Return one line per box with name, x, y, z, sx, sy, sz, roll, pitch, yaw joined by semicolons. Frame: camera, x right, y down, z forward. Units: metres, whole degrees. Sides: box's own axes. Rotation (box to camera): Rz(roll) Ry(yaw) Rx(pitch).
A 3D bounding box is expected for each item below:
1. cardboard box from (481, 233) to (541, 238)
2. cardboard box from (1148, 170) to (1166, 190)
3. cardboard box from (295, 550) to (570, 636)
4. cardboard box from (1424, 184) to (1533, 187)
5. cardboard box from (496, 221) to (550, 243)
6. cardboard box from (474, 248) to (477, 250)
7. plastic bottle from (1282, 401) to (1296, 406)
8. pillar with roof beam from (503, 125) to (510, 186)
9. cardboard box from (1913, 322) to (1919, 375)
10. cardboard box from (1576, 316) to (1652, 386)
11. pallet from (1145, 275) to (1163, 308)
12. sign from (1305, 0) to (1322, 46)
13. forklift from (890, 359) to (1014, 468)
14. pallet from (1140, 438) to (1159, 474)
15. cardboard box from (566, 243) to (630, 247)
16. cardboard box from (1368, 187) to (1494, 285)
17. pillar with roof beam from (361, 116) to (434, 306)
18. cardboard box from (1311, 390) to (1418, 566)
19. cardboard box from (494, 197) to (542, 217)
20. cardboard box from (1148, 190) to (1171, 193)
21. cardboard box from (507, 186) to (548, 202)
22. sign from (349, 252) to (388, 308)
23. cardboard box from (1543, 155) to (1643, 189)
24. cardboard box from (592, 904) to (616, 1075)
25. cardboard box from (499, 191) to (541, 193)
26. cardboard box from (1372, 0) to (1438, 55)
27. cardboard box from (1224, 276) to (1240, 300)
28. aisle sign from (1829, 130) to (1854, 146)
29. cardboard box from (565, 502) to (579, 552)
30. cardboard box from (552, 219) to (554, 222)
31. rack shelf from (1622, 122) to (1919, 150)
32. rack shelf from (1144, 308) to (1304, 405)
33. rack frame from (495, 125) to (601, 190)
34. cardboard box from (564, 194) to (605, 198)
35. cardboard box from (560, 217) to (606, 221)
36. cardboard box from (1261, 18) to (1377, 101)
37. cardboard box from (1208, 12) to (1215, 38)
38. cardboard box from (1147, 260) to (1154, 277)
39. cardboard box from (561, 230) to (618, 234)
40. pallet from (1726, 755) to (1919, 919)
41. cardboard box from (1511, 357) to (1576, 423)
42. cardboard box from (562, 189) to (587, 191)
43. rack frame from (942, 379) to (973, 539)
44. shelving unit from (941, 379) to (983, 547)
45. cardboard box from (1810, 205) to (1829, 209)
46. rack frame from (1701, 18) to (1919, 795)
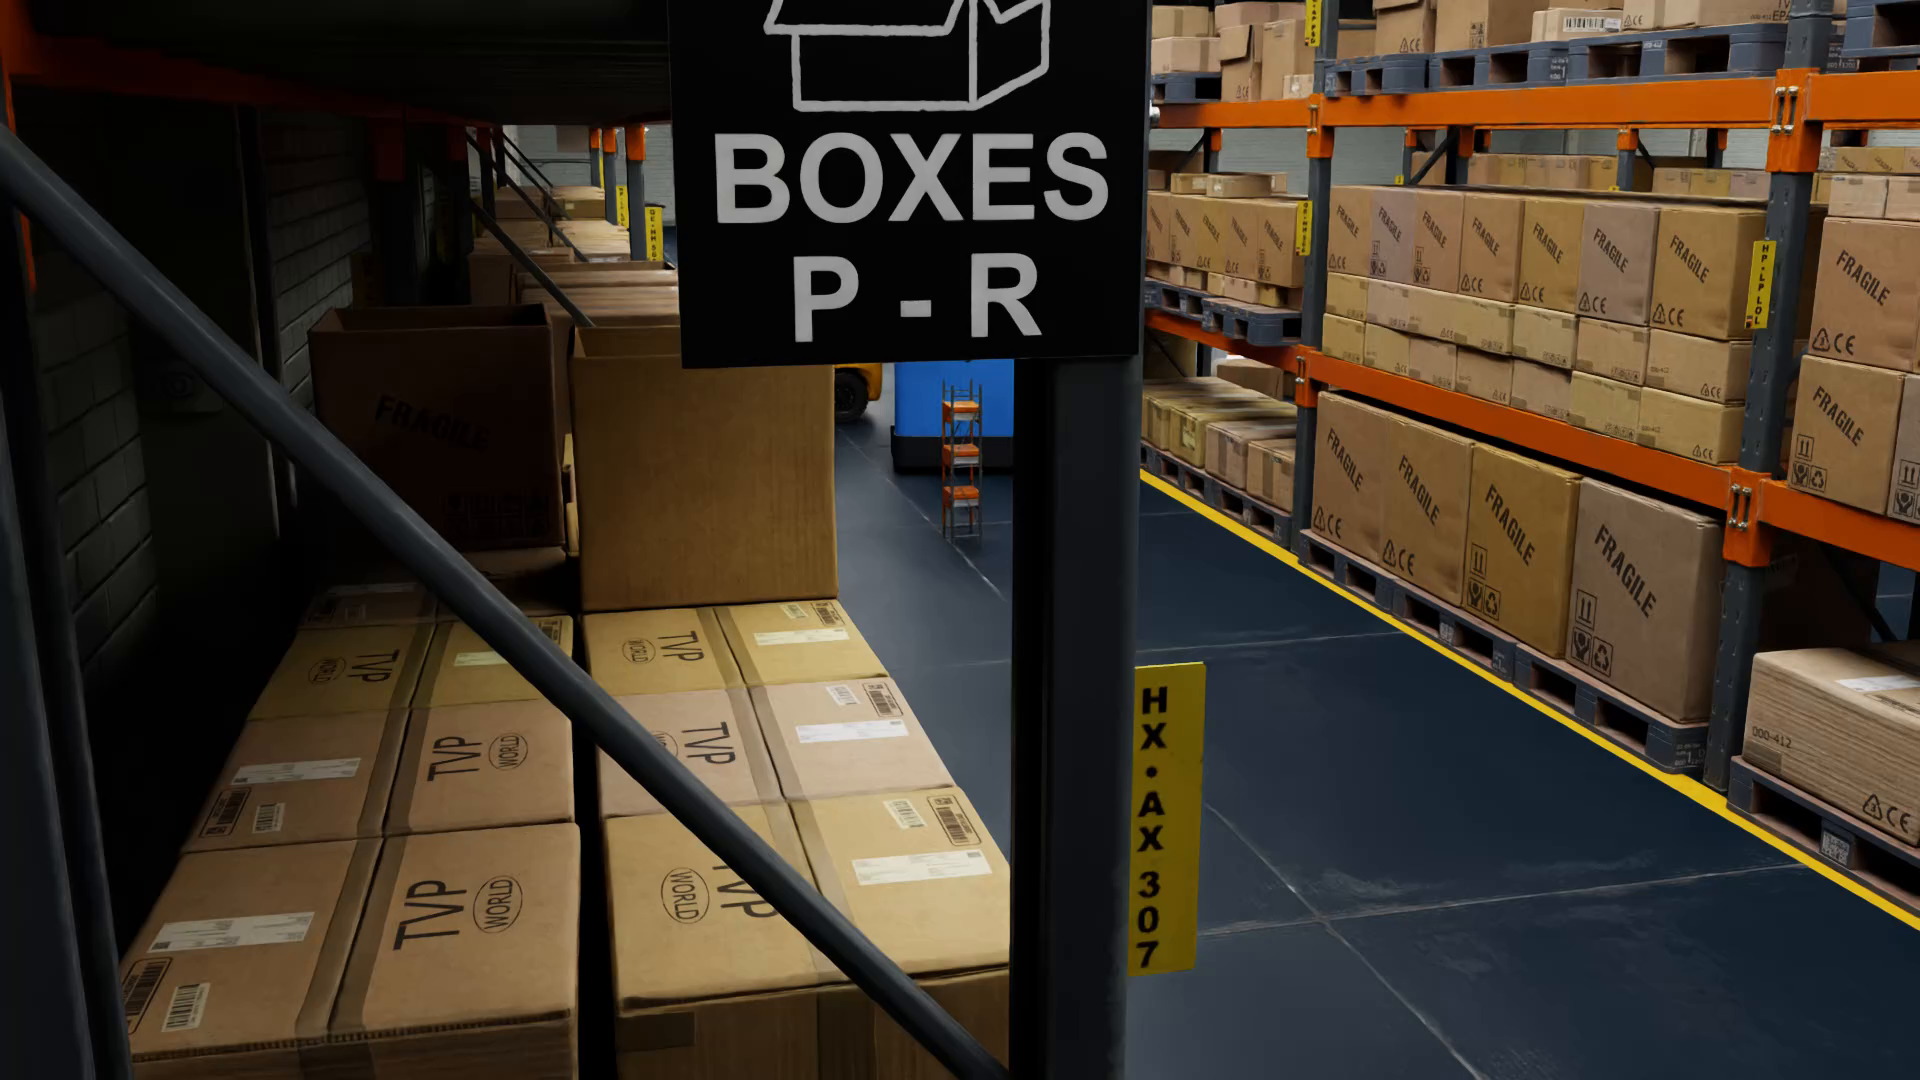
cardboard box;-2.969;-1.954;11.029;0.380;0.149;0.250;-3;14;-13
cardboard box;1.434;-2.900;13.386;0.380;0.149;0.250;-3;14;-13
cardboard box;-1.058;0.213;3.424;0.500;0.250;0.500;-3;14;-13
cardboard box;2.983;-1.822;9.749;0.500;0.500;0.500;-4;14;-15
cardboard box;-3.282;-2.309;12.479;0.380;0.149;0.250;-4;14;-14
cardboard box;-2.660;-1.597;9.566;0.380;0.149;0.250;-3;14;-12
plastic bottle;3.188;-1.290;16.080;0.133;0.061;0.283;-1;14;-3
pillar with roof beam;-4.851;-10.057;33.130;9.100;9.000;0.400;-3;14;-13
cardboard box;3.536;-0.764;5.417;0.500;0.500;0.500;-3;14;-14
cardboard box;3.082;-0.843;7.320;0.500;0.250;0.500;-3;14;-12
pallet;1.706;-2.038;13.353;1.003;0.211;1.213;-3;14;-13
sign;2.079;-3.071;9.769;0.100;0.325;0.005;-3;14;-13
forklift;0.006;-2.285;14.106;1.130;2.935;3.031;0;14;0
pallet;1.852;-0.781;13.681;1.003;0.211;1.213;-3;14;-13
cardboard box;-2.155;-1.688;9.940;0.380;0.149;0.250;-3;14;-12
cardboard box;2.611;-1.686;9.190;0.500;0.500;0.500;-3;14;-13
pillar with roof beam;0.786;-4.520;10.467;9.100;9.000;0.400;-3;14;-13
cardboard box;2.689;-0.401;9.839;0.875;0.875;0.875;-3;14;-14
cardboard box;-3.544;-2.663;13.304;0.380;0.149;0.250;-4;14;-15
cardboard box;1.617;-2.473;13.007;0.500;0.500;0.500;-3;14;-13
cardboard box;-4.224;-3.380;16.236;0.380;0.149;0.250;-4;14;-14
sign;-1.816;-0.723;5.127;0.100;0.325;0.005;-3;14;-13
cardboard box;6.160;-3.420;16.013;0.875;0.550;0.550;-3;14;-13
cardboard box;-0.349;0.646;2.490;0.380;0.149;0.250;-3;14;-14
cardboard box;-3.889;-3.021;14.769;0.380;0.149;0.250;-3;14;-13
cardboard box;2.842;-3.026;9.568;0.797;0.503;0.637;-4;14;-17
cardboard box;2.014;-1.709;11.248;0.380;0.149;0.250;-4;14;-16
aisle sign;10.638;-5.085;19.941;0.394;0.787;0.004;-3;14;-13
cardboard box;-0.684;0.070;4.009;0.500;0.250;0.500;-3;14;-14
cardboard box;-3.612;-2.790;15.817;0.500;0.500;0.500;-3;14;-11
rack shelf;6.925;-3.261;13.151;1.077;0.370;4.000;-3;14;-13
rack shelf;2.138;-1.505;12.282;1.077;0.370;4.000;-3;14;-13
rack frame;-4.096;-2.961;16.726;1.000;3.000;0.127;-3;14;-13
cardboard box;-3.121;-2.815;13.925;0.380;0.149;0.250;-3;14;-12
cardboard box;-2.975;-2.490;13.221;0.380;0.149;0.250;-4;14;-14
cardboard box;2.394;-3.118;10.837;0.700;0.500;0.500;-3;14;-13
cardboard box;1.928;-4.020;13.119;0.500;0.250;0.500;-3;14;-12
cardboard box;1.681;-2.133;12.983;0.380;0.149;0.250;-2;14;-10
cardboard box;-2.531;-2.042;11.388;0.380;0.149;0.250;-3;14;-13
pallet;3.649;1.064;6.126;1.003;0.211;1.213;-3;14;-13
cardboard box;2.978;-0.722;7.877;0.500;0.250;0.500;-4;14;-15
cardboard box;-3.476;-3.169;15.372;0.380;0.149;0.250;-3;14;-12
rack frame;-0.016;-0.526;10.867;0.200;1.050;0.008;-3;14;-13
shelving unit;0.013;-0.498;10.752;0.215;1.050;0.252;-3;14;-13
cardboard box;3.723;-1.122;6.881;0.500;0.500;0.500;-3;14;-13
rack frame;3.547;-0.470;6.531;1.000;3.000;0.127;-3;14;-13
